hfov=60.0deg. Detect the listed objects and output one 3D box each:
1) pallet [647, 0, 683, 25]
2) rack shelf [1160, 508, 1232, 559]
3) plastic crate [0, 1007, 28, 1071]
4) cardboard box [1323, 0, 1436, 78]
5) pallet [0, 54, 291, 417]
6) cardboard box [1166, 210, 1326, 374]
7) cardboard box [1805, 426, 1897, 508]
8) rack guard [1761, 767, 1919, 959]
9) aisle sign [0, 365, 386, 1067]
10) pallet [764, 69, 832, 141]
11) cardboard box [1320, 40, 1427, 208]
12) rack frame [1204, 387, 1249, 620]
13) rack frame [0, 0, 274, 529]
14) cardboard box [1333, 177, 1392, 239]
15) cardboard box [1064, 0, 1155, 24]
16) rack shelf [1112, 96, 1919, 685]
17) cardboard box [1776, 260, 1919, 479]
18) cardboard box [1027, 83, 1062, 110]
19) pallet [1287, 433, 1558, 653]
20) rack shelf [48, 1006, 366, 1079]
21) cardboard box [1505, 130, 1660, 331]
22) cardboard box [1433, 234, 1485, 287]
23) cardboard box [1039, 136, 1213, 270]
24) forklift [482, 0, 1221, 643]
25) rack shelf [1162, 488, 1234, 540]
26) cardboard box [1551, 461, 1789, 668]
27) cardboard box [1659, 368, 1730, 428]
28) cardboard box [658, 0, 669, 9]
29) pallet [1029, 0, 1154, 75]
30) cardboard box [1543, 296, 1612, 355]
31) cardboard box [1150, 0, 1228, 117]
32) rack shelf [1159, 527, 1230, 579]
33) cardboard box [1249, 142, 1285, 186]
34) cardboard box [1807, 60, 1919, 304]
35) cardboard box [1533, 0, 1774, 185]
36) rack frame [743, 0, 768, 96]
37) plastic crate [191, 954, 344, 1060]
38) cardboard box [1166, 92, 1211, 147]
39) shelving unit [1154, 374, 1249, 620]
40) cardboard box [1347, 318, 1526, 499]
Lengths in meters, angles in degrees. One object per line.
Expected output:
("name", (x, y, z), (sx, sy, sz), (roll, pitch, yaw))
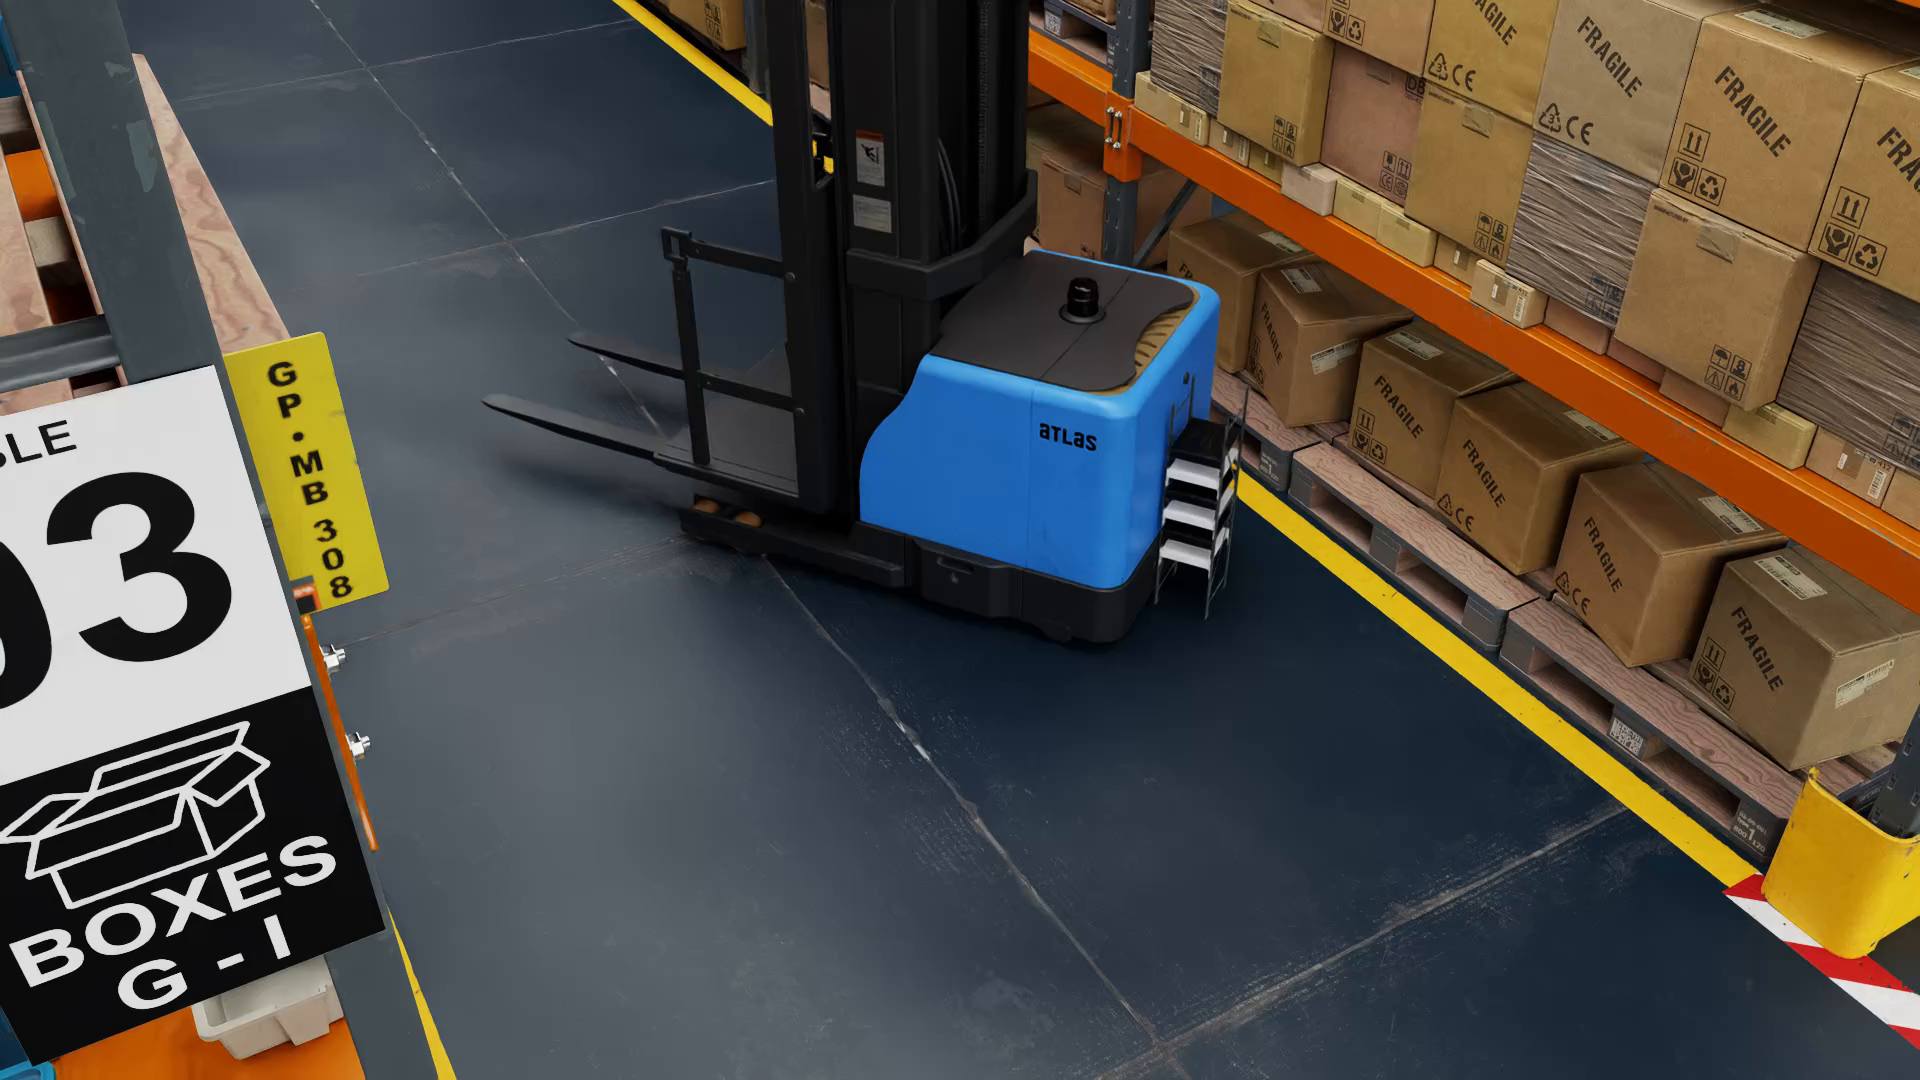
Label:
("pallet", (-1.835, -4.154, 12.259), (1.003, 0.211, 1.213), (-19, 40, -24))
("rack shelf", (0.894, -0.050, 6.265), (0.200, 0.077, 0.258), (16, 39, 21))
("plastic crate", (-1.990, 0.874, 3.137), (0.499, 0.251, 0.408), (-19, 40, -24))
("cardboard box", (1.624, -1.944, 5.684), (0.500, 0.500, 0.500), (-19, 40, -24))
("pallet", (-1.490, -0.273, 2.197), (1.003, 0.211, 1.213), (-19, 40, -24))
("cardboard box", (1.281, -1.139, 7.529), (0.500, 0.500, 0.500), (-20, 41, -25))
("cardboard box", (2.677, -0.265, 4.783), (0.380, 0.149, 0.250), (-19, 40, -24))
("rack guard", (3.086, 0.816, 5.209), (1.175, 0.500, 0.348), (-19, 40, -24))
("aisle sign", (-0.869, 0.213, 1.711), (0.394, 0.787, 0.004), (-19, 40, -24))
("pallet", (-0.504, -2.709, 10.280), (1.003, 0.211, 1.213), (-19, 40, -24))
("cardboard box", (1.846, -1.617, 6.083), (0.875, 0.500, 0.500), (-19, 40, -24))
("rack frame", (0.986, -0.123, 6.156), (0.006, 0.900, 0.240), (16, 39, 21))
("rack frame", (-1.159, -1.110, 0.640), (1.000, 3.000, 0.127), (-19, 40, -24))
("cardboard box", (1.611, -1.264, 6.150), (0.380, 0.149, 0.250), (-19, 40, -24))
("cardboard box", (0.836, -3.053, 7.522), (1.000, 1.000, 1.000), (-19, 40, -24))
("rack shelf", (2.119, -0.884, 6.027), (1.077, 0.370, 4.000), (-19, 40, -24))
("cardboard box", (2.871, -0.604, 4.696), (0.875, 0.500, 0.500), (-19, 40, -24))
("cardboard box", (0.320, -2.216, 8.987), (0.700, 0.500, 0.500), (-23, 42, -28))
("pallet", (2.099, -0.113, 6.726), (1.003, 0.211, 1.213), (-19, 40, -24))
("rack shelf", (-2.163, 0.584, 4.018), (1.077, 0.370, 4.000), (-19, 40, -24))
("cardboard box", (2.302, -1.091, 5.363), (0.875, 0.500, 0.500), (-19, 40, -24))
("cardboard box", (1.892, -1.019, 5.815), (0.380, 0.149, 0.250), (-19, 40, -24))
("cardboard box", (0.824, -1.682, 8.256), (0.700, 0.500, 0.500), (-22, 42, -27))
("forklift", (-0.564, -1.394, 6.173), (3.031, 2.935, 1.130), (16, 39, 21))
("rack shelf", (0.894, -0.123, 6.211), (0.200, 0.077, 0.258), (16, 39, 21))
("cardboard box", (2.495, 0.067, 5.878), (0.500, 0.500, 0.500), (-9, 37, -12))
("cardboard box", (2.395, -0.509, 5.117), (0.380, 0.149, 0.250), (-19, 40, -24))
("cardboard box", (-1.665, -4.361, 11.623), (1.225, 0.875, 0.875), (-19, 40, -24))
("pallet", (0.856, -2.550, 7.861), (1.003, 0.211, 1.213), (-19, 40, -24))
("cardboard box", (2.160, -0.770, 5.474), (0.380, 0.149, 0.250), (-19, 40, -24))
("cardboard box", (1.287, -2.107, 6.755), (0.875, 0.500, 0.500), (-19, 40, -24))
("rack shelf", (0.894, 0.023, 6.318), (0.200, 0.077, 0.258), (16, 39, 21))
("cardboard box", (1.360, -1.519, 6.499), (0.380, 0.149, 0.250), (-19, 40, -24))
("cardboard box", (2.634, -0.926, 4.290), (0.500, 0.500, 0.500), (-19, 40, -24))
("cardboard box", (2.129, -1.435, 4.987), (0.500, 0.500, 0.500), (-19, 40, -24))
("rack frame", (-0.895, -4.234, 10.004), (1.000, 3.000, 0.127), (-19, 40, -24))
("plastic crate", (-1.330, 0.868, 3.242), (0.298, 0.136, 0.250), (-19, 40, -24))
("cardboard box", (1.077, -1.763, 6.833), (0.380, 0.149, 0.250), (-19, 40, -24))
("shelving unit", (0.894, -0.150, 6.192), (0.210, 0.900, 0.258), (16, 39, 21))
("cardboard box", (1.955, -0.556, 6.731), (0.500, 0.500, 0.500), (-23, 42, -28))
